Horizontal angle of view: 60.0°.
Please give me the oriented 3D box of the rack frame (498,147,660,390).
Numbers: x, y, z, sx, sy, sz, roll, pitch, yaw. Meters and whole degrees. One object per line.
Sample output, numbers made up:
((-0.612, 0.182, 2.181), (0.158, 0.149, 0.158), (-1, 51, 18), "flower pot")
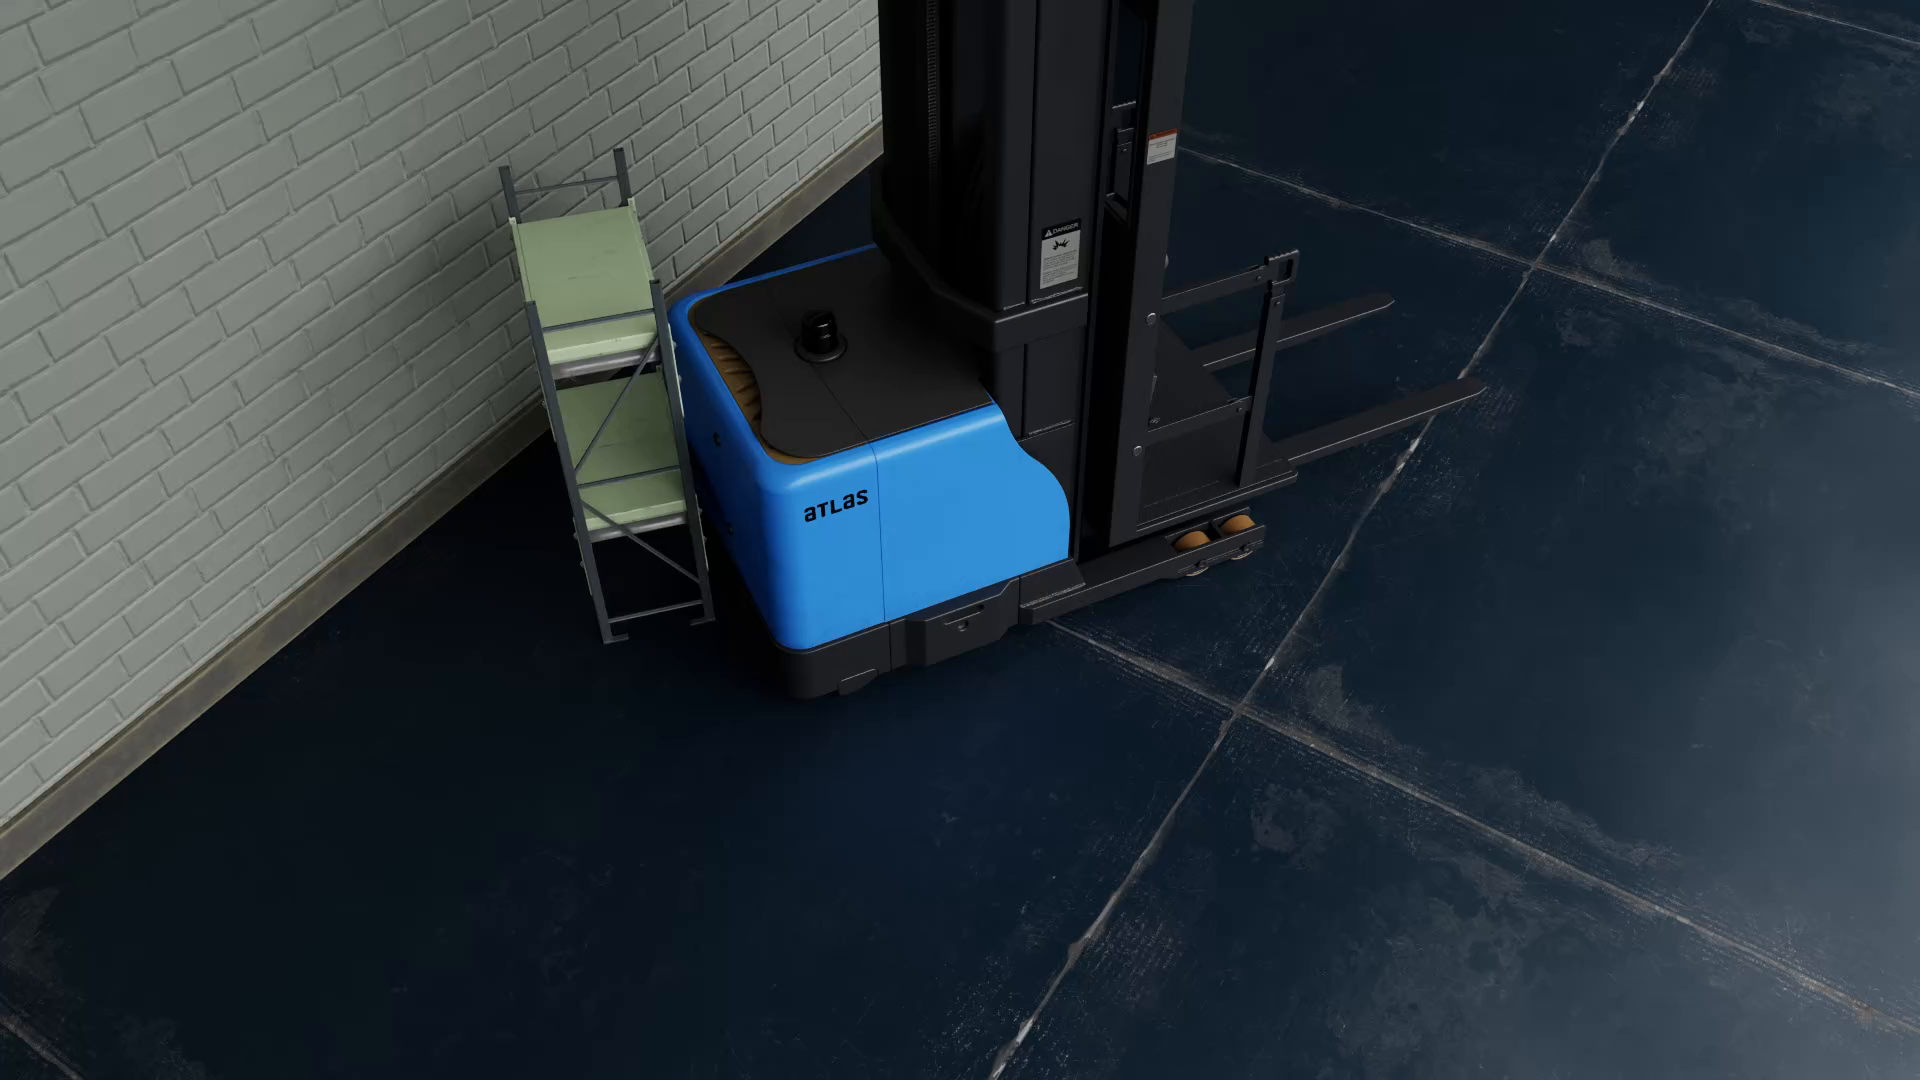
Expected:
((-1.282, -0.704, 5.888), (0.400, 1.500, 0.023), (-12, 47, -11), "rack frame")

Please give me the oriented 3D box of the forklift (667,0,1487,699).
((0.562, -1.214, 5.386), (3.031, 2.935, 1.130), (-19, 49, -18), "forklift")

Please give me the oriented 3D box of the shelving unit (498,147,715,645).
((-1.177, -0.452, 5.644), (0.431, 1.500, 0.755), (-12, 47, -11), "shelving unit")

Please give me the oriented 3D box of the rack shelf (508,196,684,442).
((-1.177, -0.724, 5.364), (0.431, 0.370, 0.720), (-12, 47, -11), "rack shelf")

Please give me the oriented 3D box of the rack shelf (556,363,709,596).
((-1.177, -0.225, 5.878), (0.431, 0.370, 0.720), (-12, 47, -11), "rack shelf")

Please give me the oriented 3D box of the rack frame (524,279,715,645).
((-1.073, -0.201, 5.399), (0.400, 1.500, 0.023), (-12, 47, -11), "rack frame")
